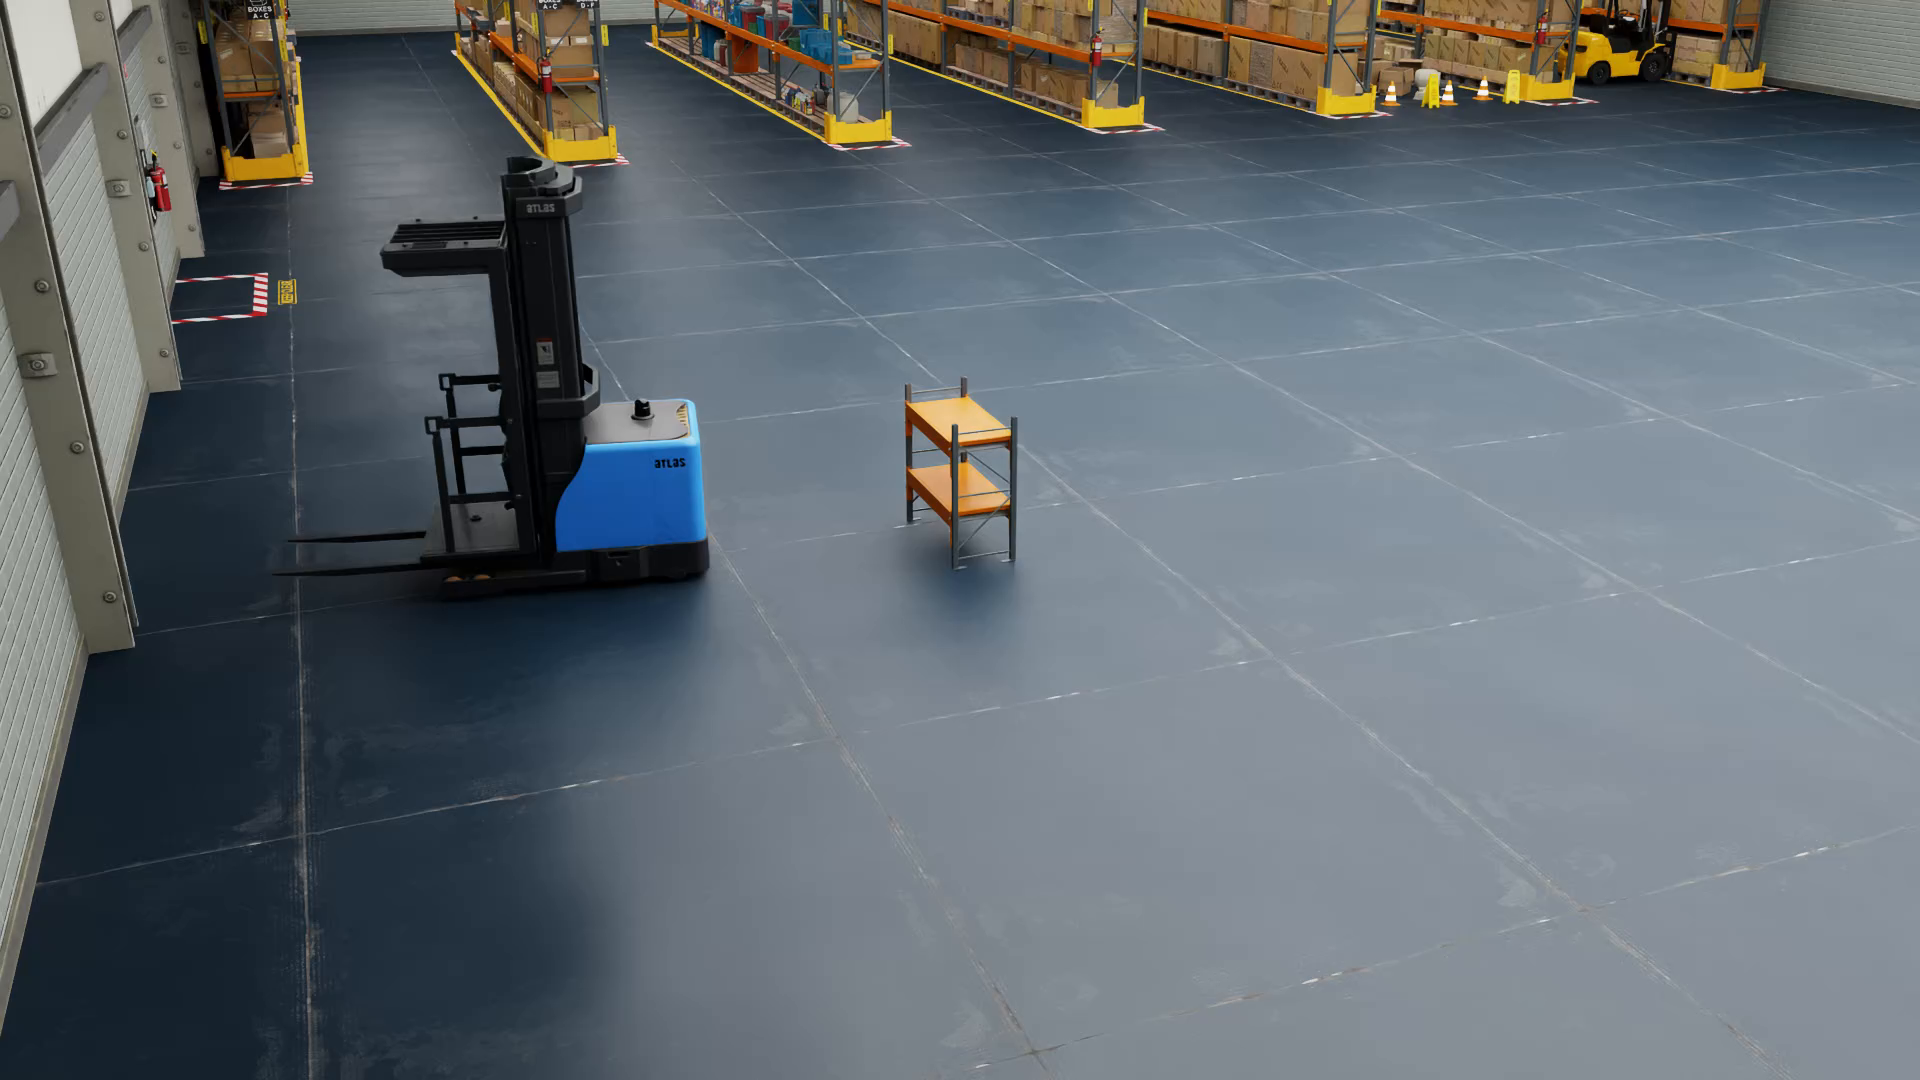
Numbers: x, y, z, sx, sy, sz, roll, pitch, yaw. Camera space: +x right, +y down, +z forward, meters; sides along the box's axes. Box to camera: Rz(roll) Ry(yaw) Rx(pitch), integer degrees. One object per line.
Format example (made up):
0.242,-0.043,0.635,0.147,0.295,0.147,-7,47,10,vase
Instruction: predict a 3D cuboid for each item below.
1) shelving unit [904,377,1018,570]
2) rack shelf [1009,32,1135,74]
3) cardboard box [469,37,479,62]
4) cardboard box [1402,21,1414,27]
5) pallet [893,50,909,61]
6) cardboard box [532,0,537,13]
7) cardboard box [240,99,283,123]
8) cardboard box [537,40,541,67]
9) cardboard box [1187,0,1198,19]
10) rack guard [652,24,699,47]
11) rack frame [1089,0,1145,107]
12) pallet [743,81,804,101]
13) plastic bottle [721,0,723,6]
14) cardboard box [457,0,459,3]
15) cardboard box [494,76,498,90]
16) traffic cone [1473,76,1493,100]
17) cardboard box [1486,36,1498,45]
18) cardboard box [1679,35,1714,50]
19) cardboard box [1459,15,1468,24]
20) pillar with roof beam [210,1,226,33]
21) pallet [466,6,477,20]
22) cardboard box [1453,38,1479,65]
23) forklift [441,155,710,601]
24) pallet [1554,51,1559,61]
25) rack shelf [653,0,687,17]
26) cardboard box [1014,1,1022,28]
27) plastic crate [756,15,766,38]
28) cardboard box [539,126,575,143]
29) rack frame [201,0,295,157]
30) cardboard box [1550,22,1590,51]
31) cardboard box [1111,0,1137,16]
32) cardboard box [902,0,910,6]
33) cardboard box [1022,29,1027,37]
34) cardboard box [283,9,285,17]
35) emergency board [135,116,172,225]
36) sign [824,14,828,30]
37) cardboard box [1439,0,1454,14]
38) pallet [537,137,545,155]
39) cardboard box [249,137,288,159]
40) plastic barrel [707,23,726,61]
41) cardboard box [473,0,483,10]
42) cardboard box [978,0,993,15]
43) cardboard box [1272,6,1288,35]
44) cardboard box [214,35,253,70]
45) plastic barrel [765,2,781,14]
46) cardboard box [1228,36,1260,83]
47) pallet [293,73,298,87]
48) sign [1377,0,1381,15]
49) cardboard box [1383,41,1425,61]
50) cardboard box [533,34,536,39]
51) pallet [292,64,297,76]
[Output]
-0.002,-0.521,12.537,0.538,1.125,1.048,-8,24,-19,shelving unit
2.188,-9.558,32.491,1.077,0.370,4.000,-8,24,-19,rack shelf
-11.080,-11.384,38.550,0.500,0.500,0.500,-8,24,-19,cardboard box
12.529,-14.400,45.731,0.500,0.500,0.500,-7,24,-17,cardboard box
-1.002,-11.968,40.873,1.003,0.211,1.213,-8,24,-19,pallet
-6.916,-9.013,28.473,0.700,0.500,0.500,-8,24,-19,cardboard box
-12.696,-7.893,30.268,0.700,0.500,0.500,-7,24,-17,cardboard box
-6.888,-8.394,28.674,0.700,0.500,0.500,-8,24,-19,cardboard box
5.366,-11.826,36.818,0.500,0.500,0.500,-8,24,-18,cardboard box
-7.412,-13.152,43.310,1.175,0.500,0.348,-8,24,-19,rack guard
2.894,-9.163,30.627,1.000,3.000,0.127,-8,24,-19,rack frame
-3.901,-9.376,34.723,1.003,0.211,1.213,-8,24,-19,pallet
-5.482,-12.512,38.637,0.144,0.351,0.185,-8,24,-19,plastic bottle
-11.930,-13.280,40.268,0.500,0.500,0.500,-9,24,-20,cardboard box
-9.290,-9.408,34.208,0.500,0.250,0.500,-8,24,-19,cardboard box
10.807,-9.333,34.297,0.336,0.463,0.334,-8,24,-19,traffic cone
11.360,-10.565,35.152,0.380,0.149,0.250,-8,24,-18,cardboard box
16.167,-10.901,36.465,0.500,0.250,0.500,-8,24,-18,cardboard box
11.007,-11.236,35.869,0.380,0.149,0.250,-8,24,-19,cardboard box
-12.276,-14.975,36.693,9.100,9.000,0.400,-8,24,-19,pillar with roof beam
-10.434,-11.771,37.064,1.003,0.211,1.213,-8,24,-19,pallet
11.090,-10.615,36.107,0.500,0.500,0.500,-7,24,-16,cardboard box
-3.389,-1.145,11.692,3.031,2.935,1.130,-4,23,-10,forklift
15.098,-11.636,40.085,1.003,0.211,1.213,-8,24,-19,pallet
-6.685,-13.239,41.224,1.077,0.370,4.000,-8,24,-19,rack shelf
1.582,-10.627,33.591,0.875,0.500,0.500,-8,24,-19,cardboard box
-3.833,-10.287,33.316,0.392,0.384,0.575,-8,24,-19,plastic crate
-6.840,-6.886,28.224,0.500,0.250,0.500,-8,24,-19,cardboard box
-11.008,-7.124,25.790,1.000,3.000,0.127,-8,24,-19,rack frame
14.933,-12.229,40.418,0.875,0.625,0.625,-9,24,-20,cardboard box
2.955,-10.044,30.919,0.500,0.500,0.500,-8,24,-19,cardboard box
-1.061,-13.003,39.610,0.500,0.500,0.500,-9,24,-20,cardboard box
1.466,-10.201,33.415,0.380,0.149,0.250,-8,24,-19,cardboard box
-15.423,-11.822,36.550,0.980,0.700,0.700,-8,24,-18,cardboard box
-9.108,-4.178,18.800,0.192,1.158,0.636,-8,24,-19,emergency board
-2.634,-10.136,32.579,0.100,0.325,0.005,-8,24,-19,sign
10.846,-11.782,36.329,0.500,0.500,0.500,-8,24,-19,cardboard box
-6.684,-6.792,28.593,1.003,0.211,1.213,-8,24,-19,pallet
-11.168,-6.351,26.853,0.500,0.311,0.500,-11,25,-25,cardboard box
-5.552,-11.613,38.601,0.600,0.901,0.708,-8,24,-19,plastic barrel
-10.353,-11.961,36.596,0.700,0.500,0.500,-5,23,-11,cardboard box
0.782,-11.474,35.439,0.797,0.503,0.637,-6,24,-14,cardboard box
6.876,-10.609,33.865,0.875,0.550,0.500,-8,24,-19,cardboard box
-11.542,-7.736,26.444,0.500,0.500,0.500,-8,24,-18,cardboard box
-3.853,-10.944,34.710,0.421,0.512,0.421,0,23,0,plastic barrel
6.314,-10.236,35.369,0.875,0.875,0.875,-8,24,-18,cardboard box
-14.904,-9.929,36.036,1.003,0.211,1.213,-8,24,-19,pallet
8.092,-10.316,32.147,0.100,0.325,0.005,-8,24,-19,sign
10.308,-11.410,38.801,0.950,0.372,0.625,-7,24,-16,cardboard box
-7.147,-8.733,28.644,0.380,0.149,0.250,-8,24,-18,cardboard box
-15.442,-10.486,37.358,1.003,0.211,1.213,-8,24,-19,pallet
